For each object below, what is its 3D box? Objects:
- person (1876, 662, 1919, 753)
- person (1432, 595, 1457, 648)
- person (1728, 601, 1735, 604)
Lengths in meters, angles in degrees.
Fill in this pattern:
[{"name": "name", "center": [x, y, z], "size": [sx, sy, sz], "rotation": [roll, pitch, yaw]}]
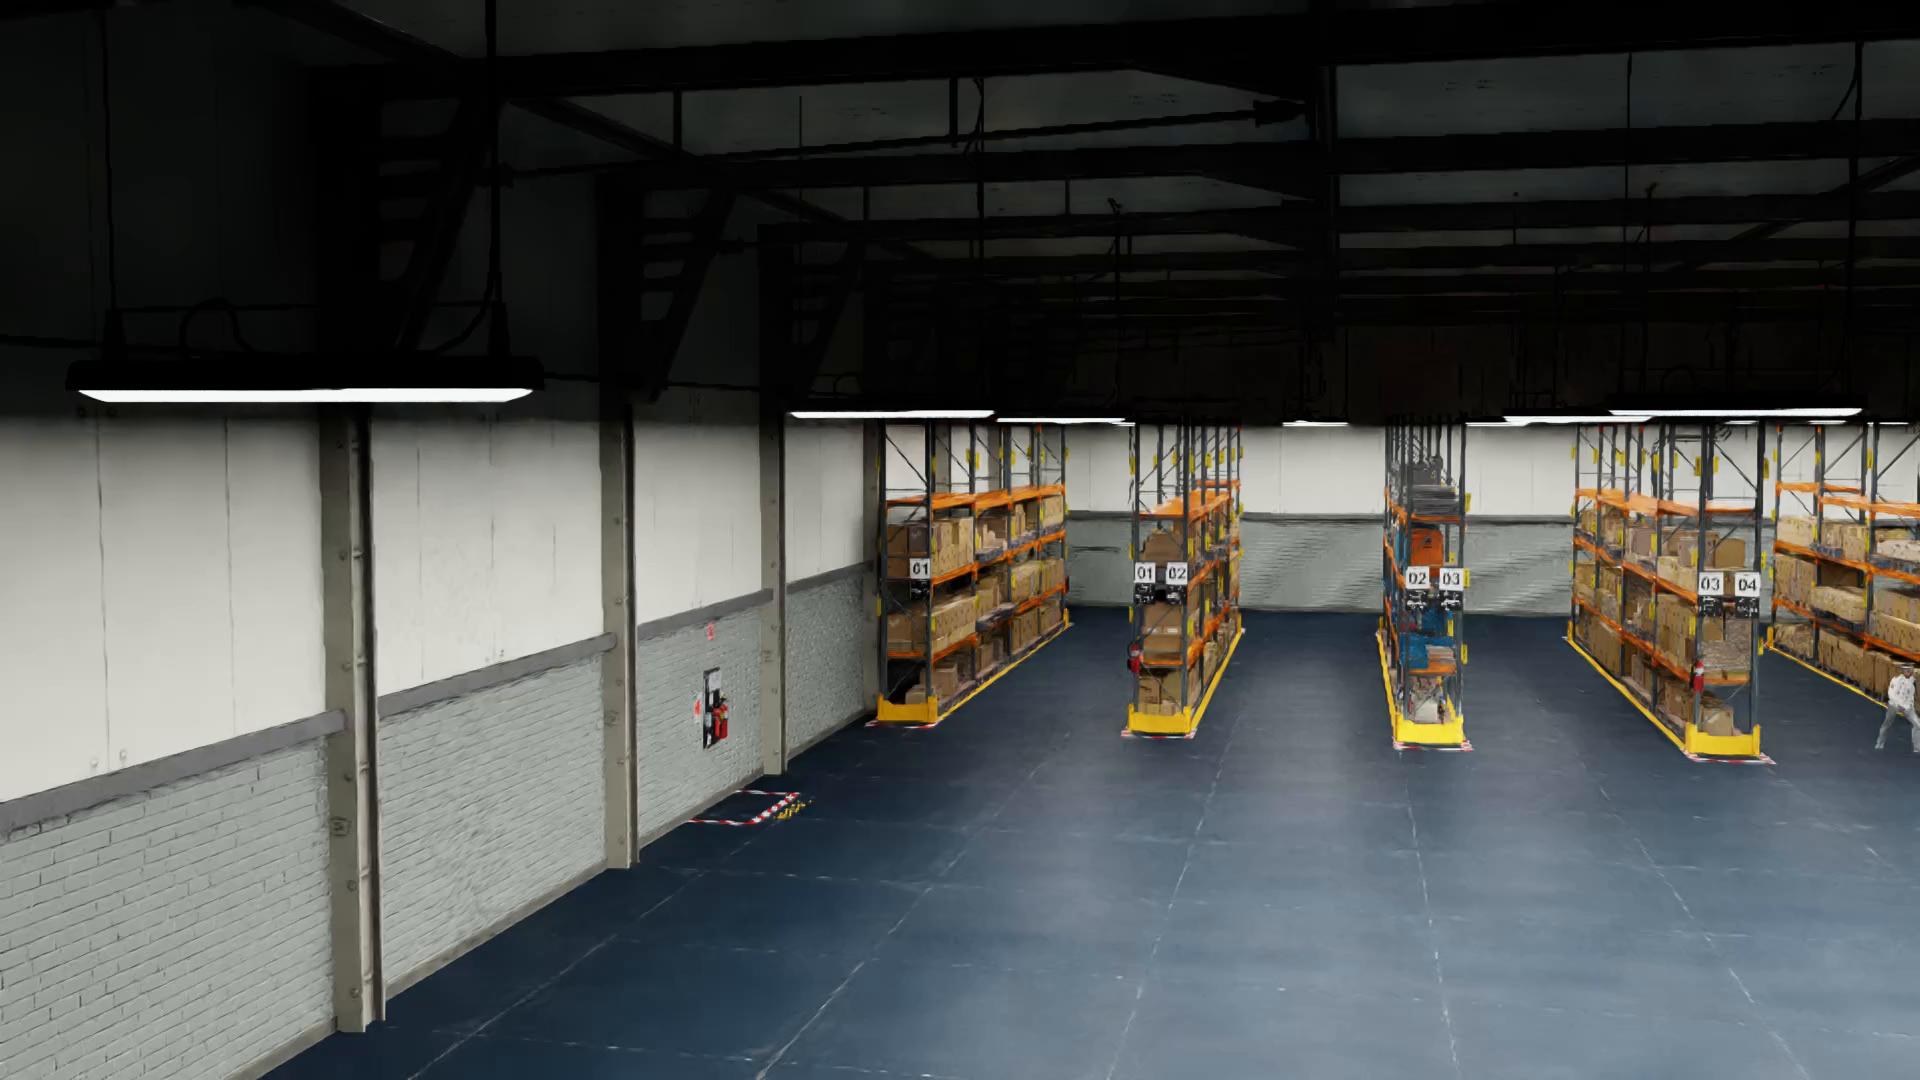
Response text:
[{"name": "person", "center": [16.602, 2.925, 29.339], "size": [0.639, 1.610, 0.807], "rotation": [0, 4, -4]}, {"name": "person", "center": [12.442, 1.940, 43.069], "size": [0.687, 1.721, 0.777], "rotation": [-1, 4, -8]}, {"name": "person", "center": [21.186, 1.745, 45.862], "size": [0.534, 1.726, 1.038], "rotation": [2, 4, 22]}]
